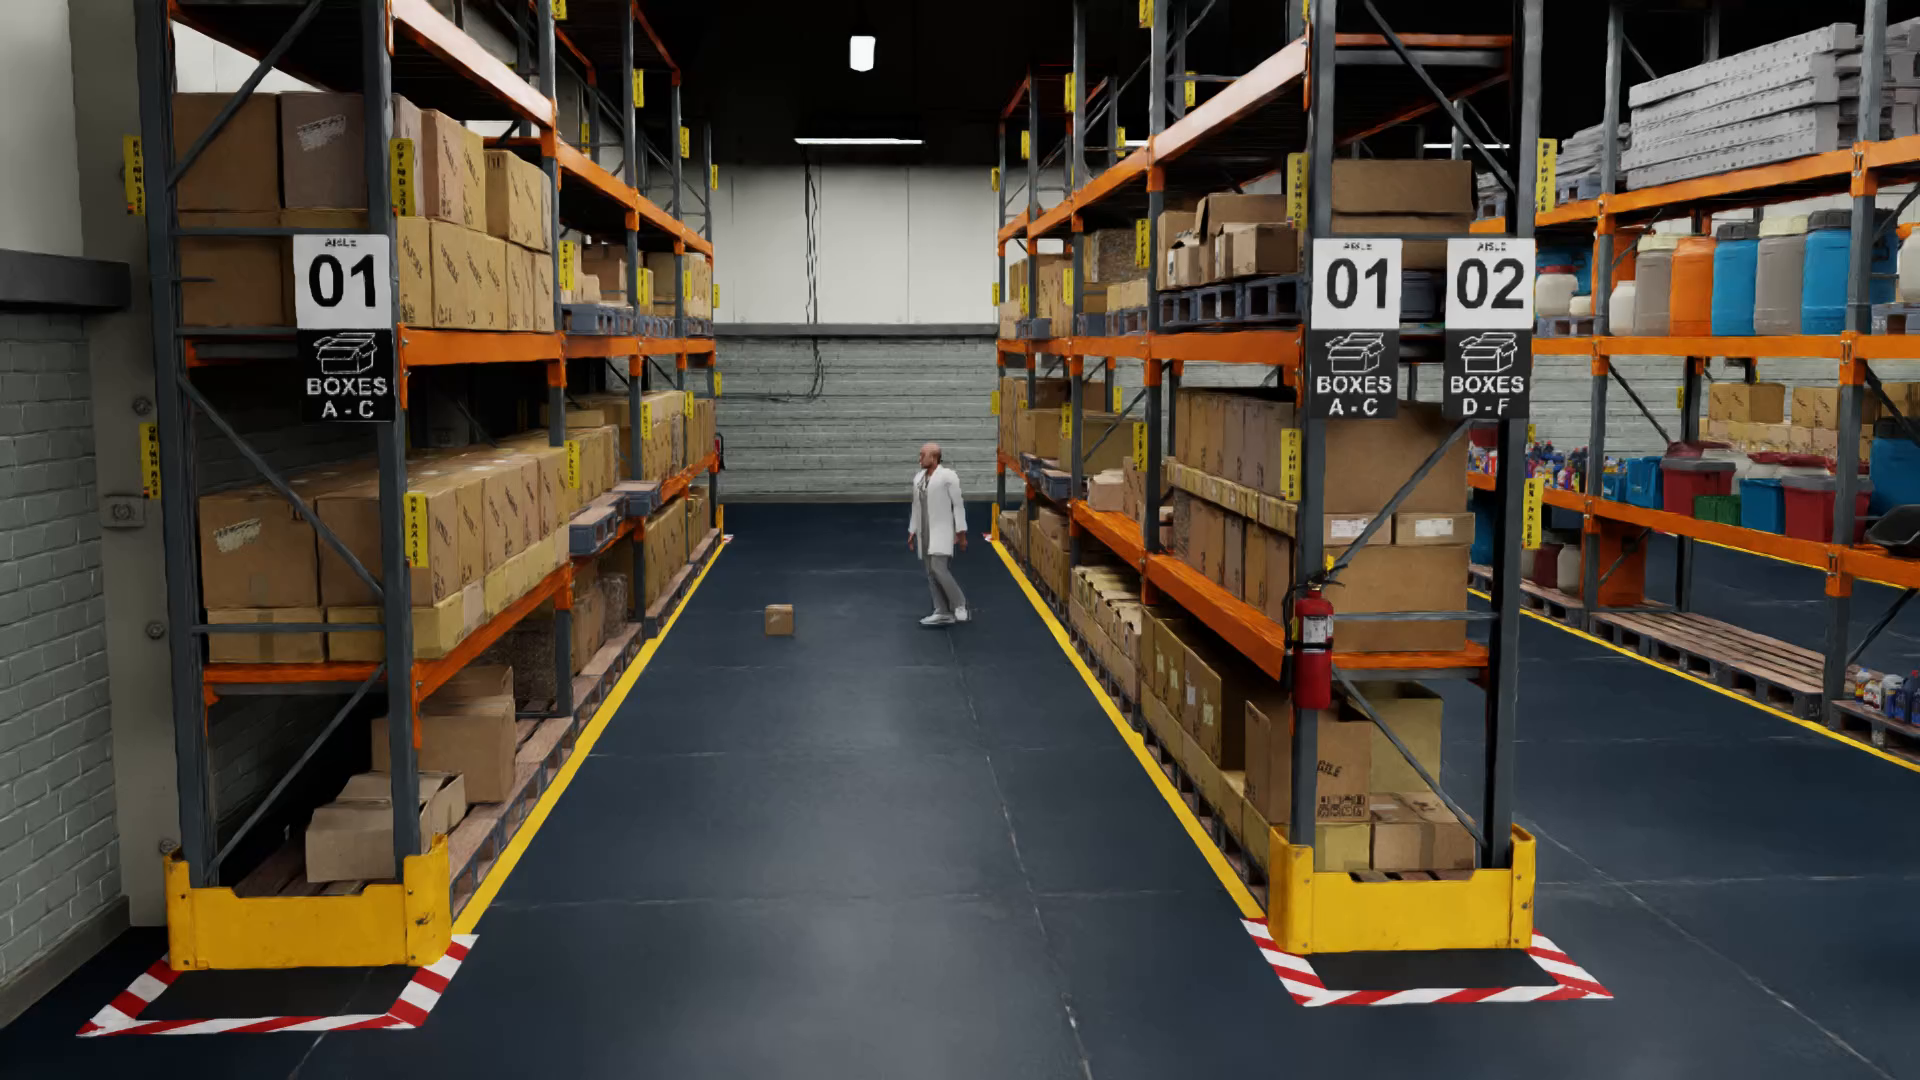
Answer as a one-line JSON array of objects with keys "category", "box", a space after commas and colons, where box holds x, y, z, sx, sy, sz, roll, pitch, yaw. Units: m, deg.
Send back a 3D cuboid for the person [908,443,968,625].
[{"category": "person", "box": [-0.214, -0.058, 16.187, 0.505, 1.774, 0.704, -7, 9, -44]}]
